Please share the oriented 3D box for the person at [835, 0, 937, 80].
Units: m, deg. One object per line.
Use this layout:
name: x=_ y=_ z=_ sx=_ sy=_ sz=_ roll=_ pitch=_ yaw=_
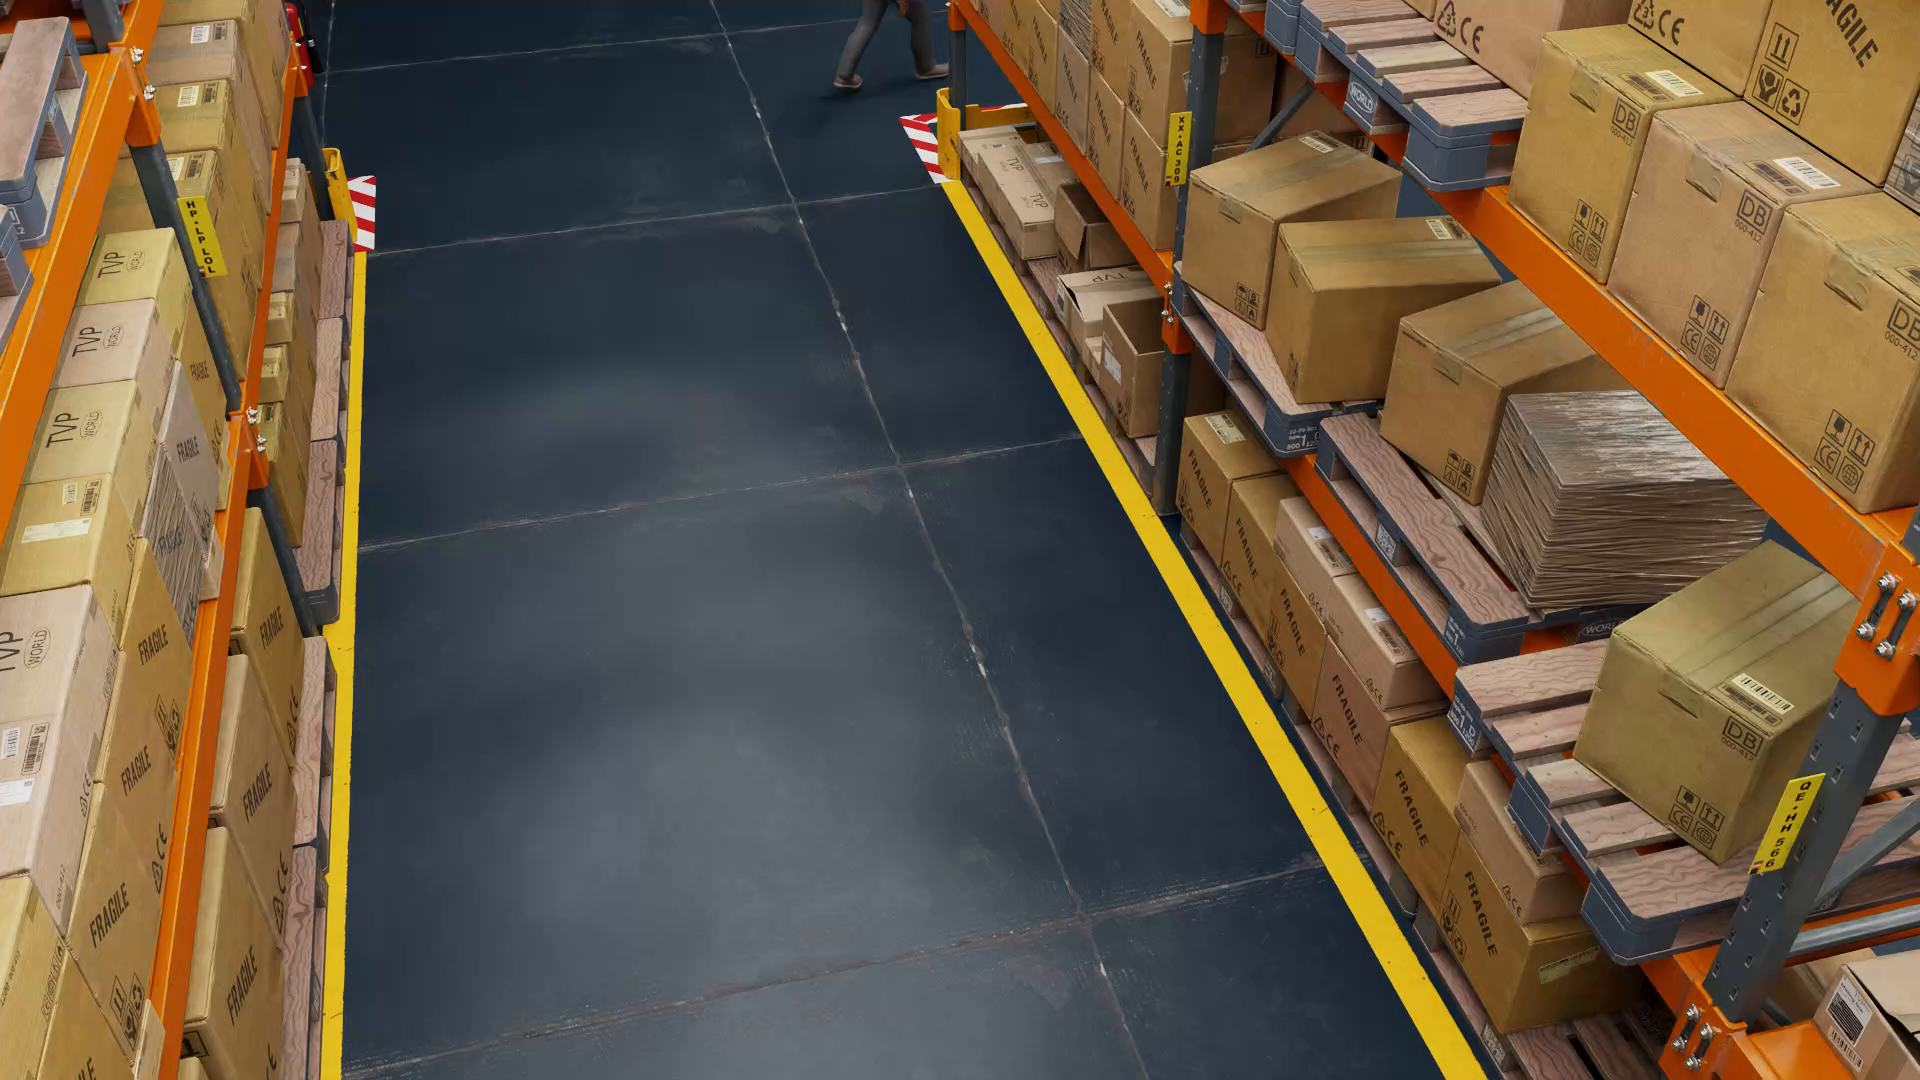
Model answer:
person: x=-0.510 y=-3.956 z=11.679 sx=0.806 sy=1.554 sz=0.530 roll=-29 pitch=47 yaw=-31
